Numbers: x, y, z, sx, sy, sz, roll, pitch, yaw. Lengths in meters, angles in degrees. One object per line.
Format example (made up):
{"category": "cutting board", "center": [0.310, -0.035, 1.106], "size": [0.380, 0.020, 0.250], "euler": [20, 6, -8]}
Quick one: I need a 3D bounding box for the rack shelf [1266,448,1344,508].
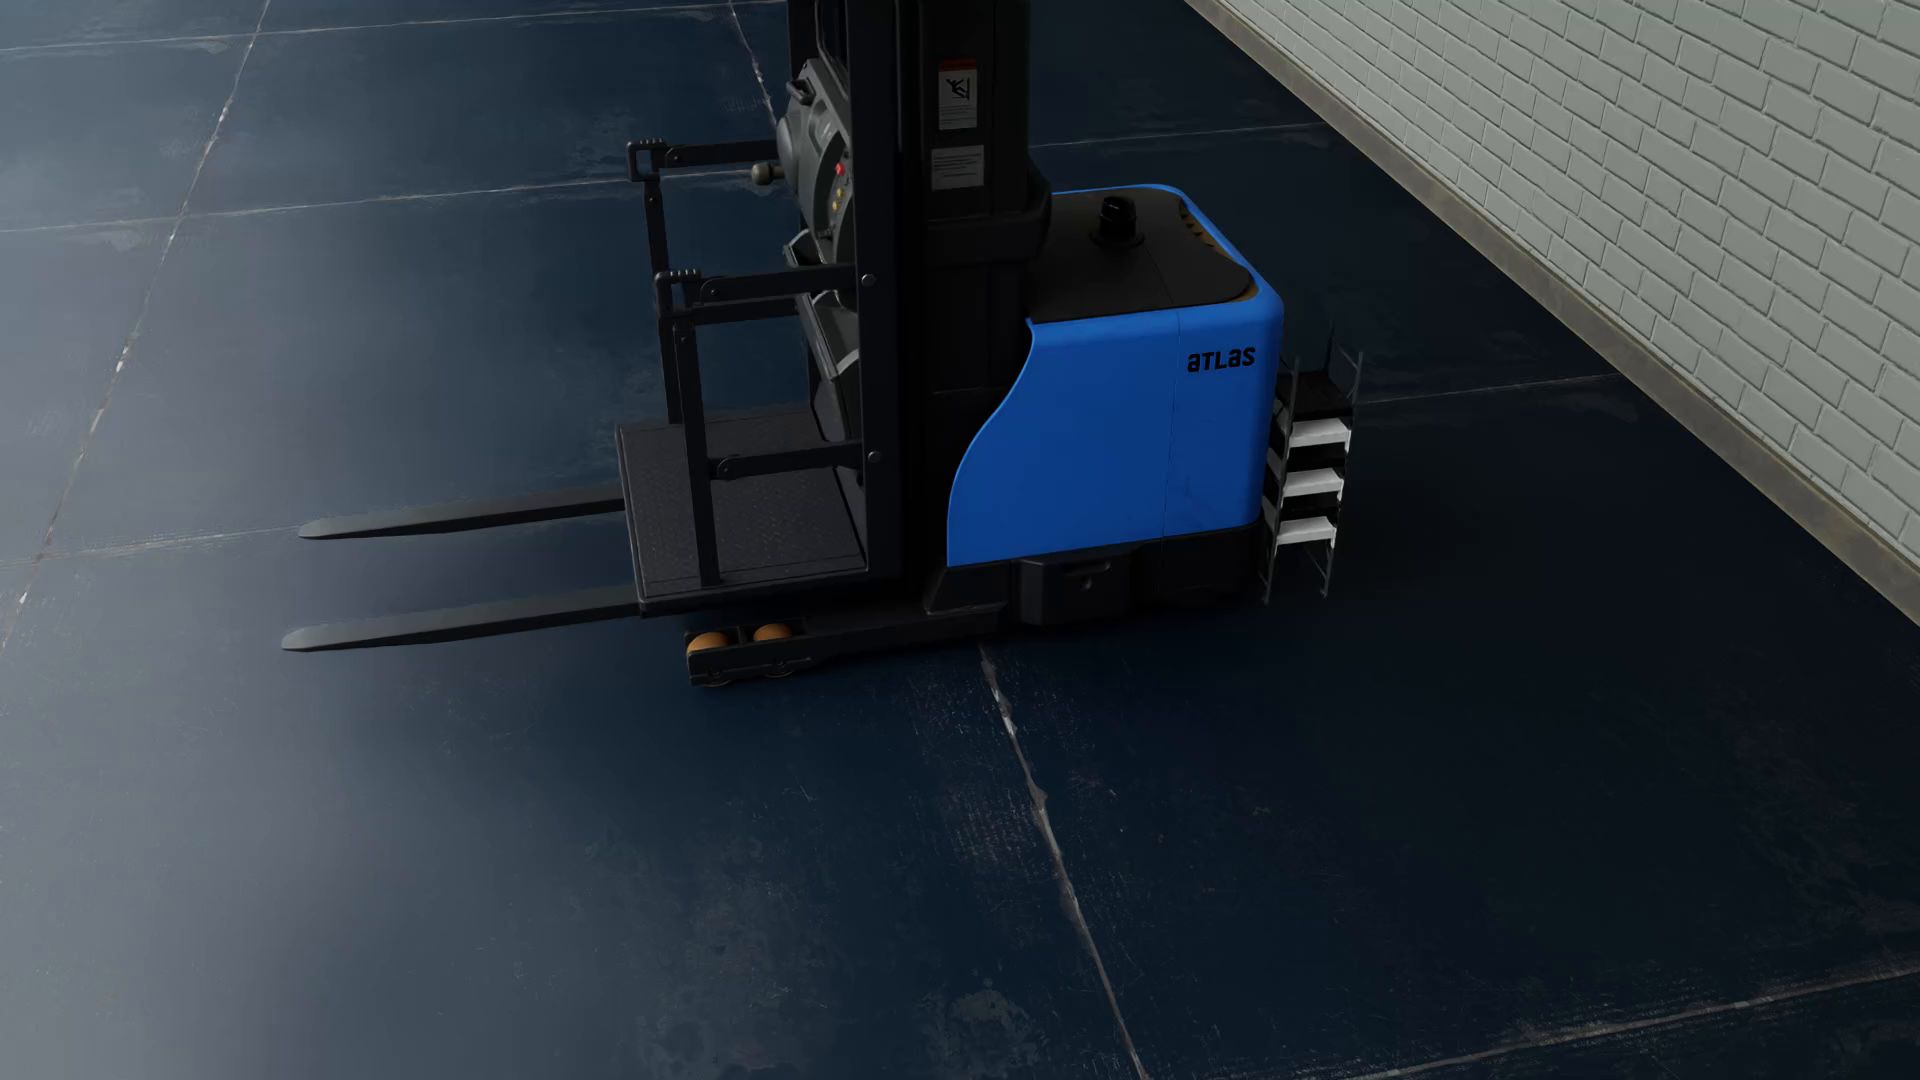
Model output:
{"category": "rack shelf", "center": [1.080, -0.210, 5.316], "size": [0.200, 0.077, 0.258], "euler": [-7, 34, -10]}

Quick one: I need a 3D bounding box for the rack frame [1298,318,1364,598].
{"category": "rack frame", "center": [1.180, -0.250, 5.315], "size": [0.006, 0.900, 0.240], "euler": [-7, 34, -10]}

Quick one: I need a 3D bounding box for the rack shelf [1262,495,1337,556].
{"category": "rack shelf", "center": [1.080, -0.061, 5.416], "size": [0.200, 0.077, 0.258], "euler": [-7, 34, -10]}

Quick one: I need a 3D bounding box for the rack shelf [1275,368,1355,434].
{"category": "rack shelf", "center": [1.080, -0.434, 5.165], "size": [0.200, 0.077, 0.258], "euler": [-7, 34, -10]}

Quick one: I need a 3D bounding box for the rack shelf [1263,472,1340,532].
{"category": "rack shelf", "center": [1.080, -0.136, 5.366], "size": [0.200, 0.077, 0.258], "euler": [-7, 34, -10]}

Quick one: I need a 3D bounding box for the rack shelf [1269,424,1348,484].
{"category": "rack shelf", "center": [1.080, -0.285, 5.265], "size": [0.200, 0.077, 0.258], "euler": [-7, 34, -10]}

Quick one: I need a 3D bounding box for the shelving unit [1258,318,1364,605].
{"category": "shelving unit", "center": [1.080, -0.238, 5.297], "size": [0.210, 0.900, 0.258], "euler": [-7, 34, -10]}

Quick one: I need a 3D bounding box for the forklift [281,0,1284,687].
{"category": "forklift", "center": [-0.598, -1.093, 4.748], "size": [3.031, 2.935, 1.130], "euler": [-8, 35, -11]}

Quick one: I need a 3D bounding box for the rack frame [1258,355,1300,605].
{"category": "rack frame", "center": [0.981, -0.226, 5.279], "size": [0.006, 0.900, 0.240], "euler": [-7, 34, -10]}

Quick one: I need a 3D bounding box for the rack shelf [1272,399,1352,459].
{"category": "rack shelf", "center": [1.080, -0.360, 5.215], "size": [0.200, 0.077, 0.258], "euler": [-7, 34, -10]}
